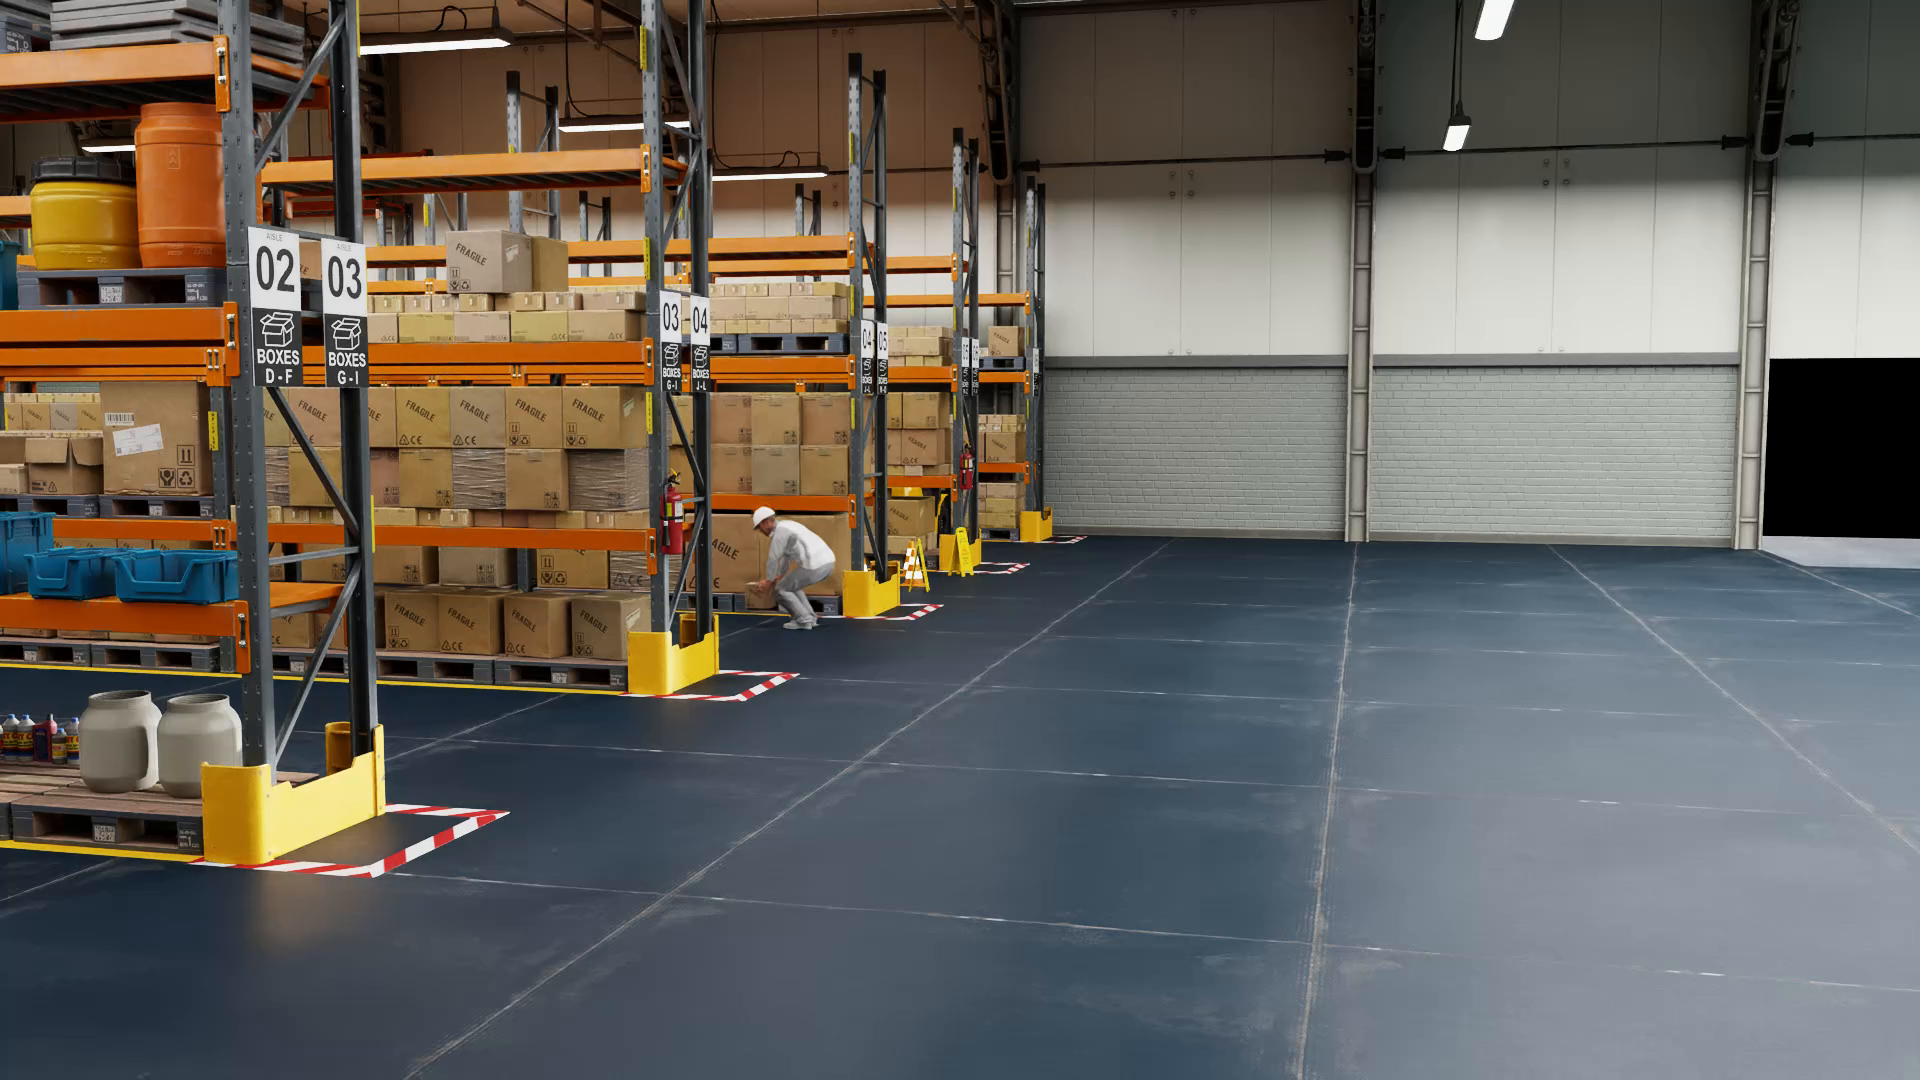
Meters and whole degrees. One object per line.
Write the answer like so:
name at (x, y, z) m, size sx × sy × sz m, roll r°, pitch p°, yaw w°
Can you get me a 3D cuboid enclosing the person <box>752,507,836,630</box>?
person at (-1.720, 0.286, 17.110) m, size 0.837 × 1.249 × 0.579 m, roll 1°, pitch 5°, yaw 14°
